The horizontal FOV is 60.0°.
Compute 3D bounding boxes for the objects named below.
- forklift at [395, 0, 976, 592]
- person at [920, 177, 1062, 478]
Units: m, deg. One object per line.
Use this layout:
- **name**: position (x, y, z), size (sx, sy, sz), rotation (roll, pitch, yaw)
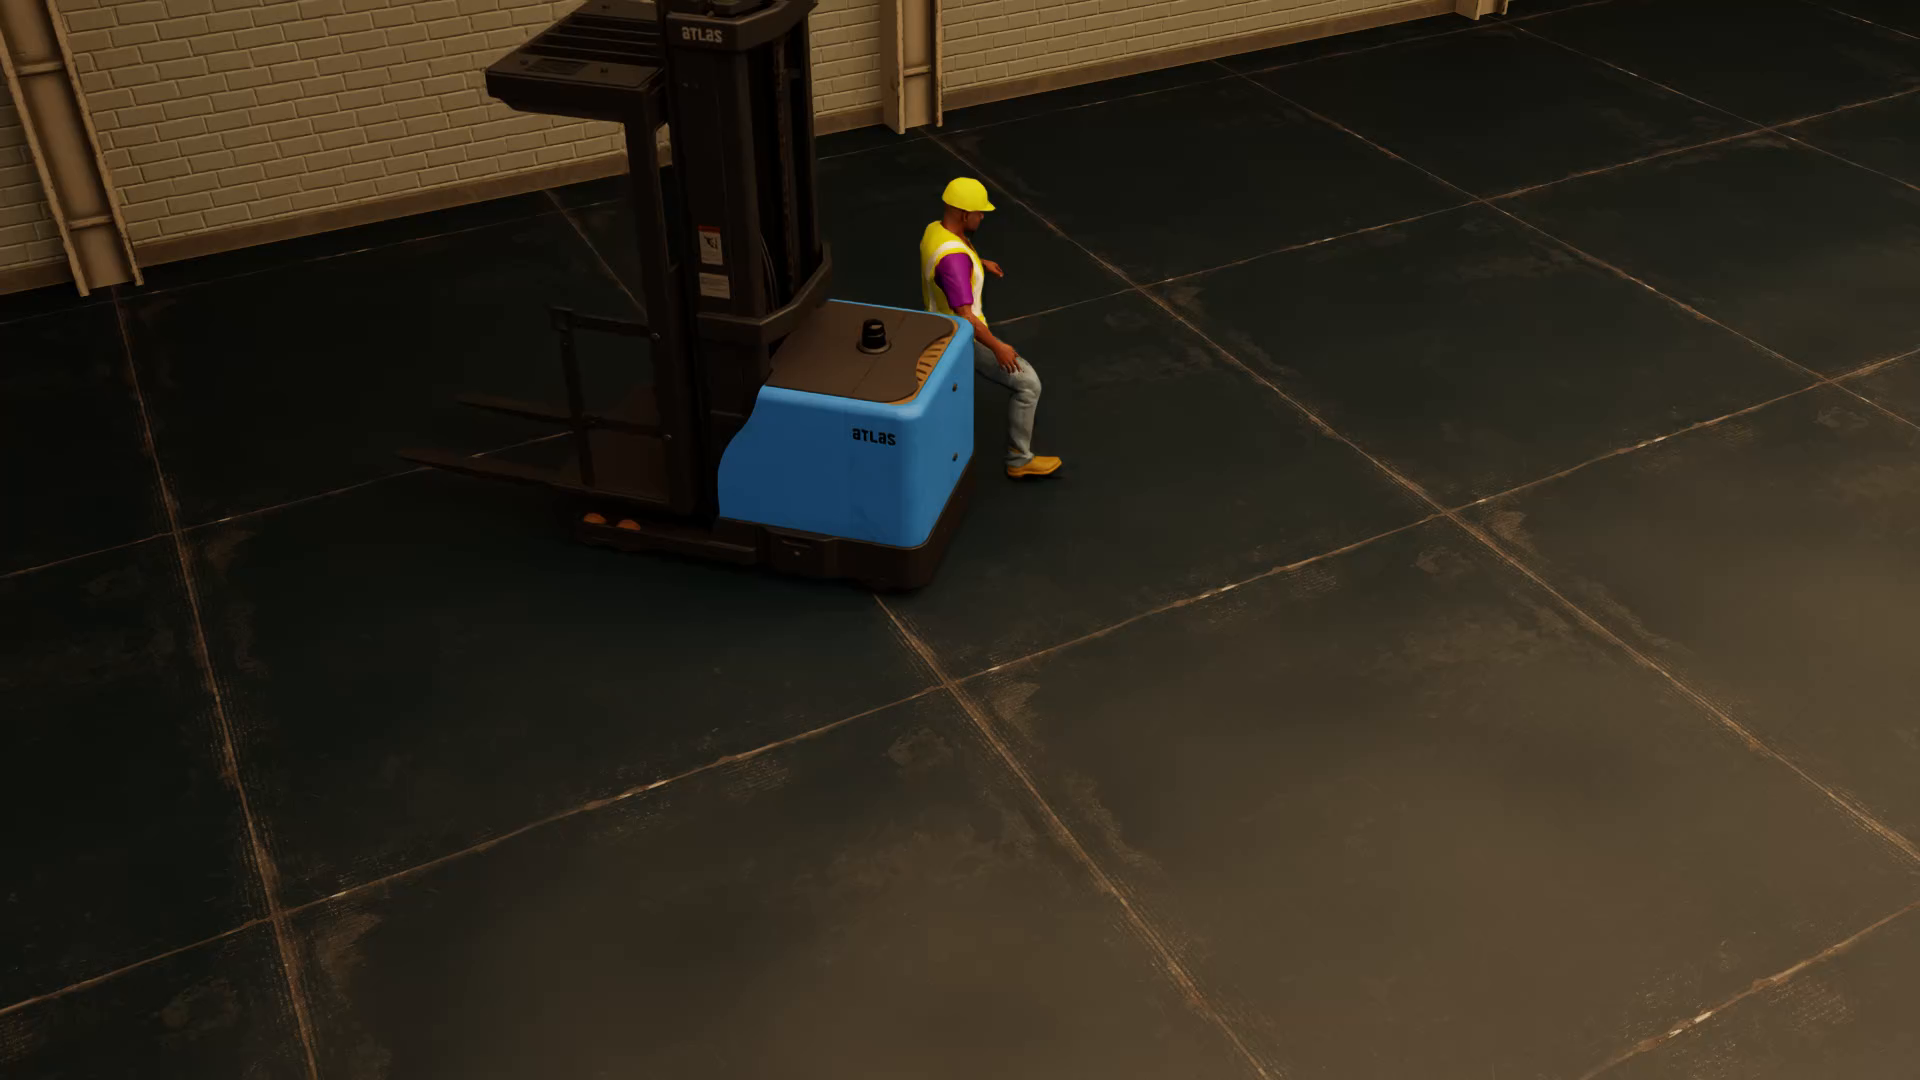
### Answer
- **forklift**: position (-1.490, -1.417, 8.128), size (3.031, 2.935, 1.130), rotation (9, 36, 13)
- **person**: position (0.064, -1.204, 9.024), size (0.852, 1.640, 1.010), rotation (-6, 36, -8)
